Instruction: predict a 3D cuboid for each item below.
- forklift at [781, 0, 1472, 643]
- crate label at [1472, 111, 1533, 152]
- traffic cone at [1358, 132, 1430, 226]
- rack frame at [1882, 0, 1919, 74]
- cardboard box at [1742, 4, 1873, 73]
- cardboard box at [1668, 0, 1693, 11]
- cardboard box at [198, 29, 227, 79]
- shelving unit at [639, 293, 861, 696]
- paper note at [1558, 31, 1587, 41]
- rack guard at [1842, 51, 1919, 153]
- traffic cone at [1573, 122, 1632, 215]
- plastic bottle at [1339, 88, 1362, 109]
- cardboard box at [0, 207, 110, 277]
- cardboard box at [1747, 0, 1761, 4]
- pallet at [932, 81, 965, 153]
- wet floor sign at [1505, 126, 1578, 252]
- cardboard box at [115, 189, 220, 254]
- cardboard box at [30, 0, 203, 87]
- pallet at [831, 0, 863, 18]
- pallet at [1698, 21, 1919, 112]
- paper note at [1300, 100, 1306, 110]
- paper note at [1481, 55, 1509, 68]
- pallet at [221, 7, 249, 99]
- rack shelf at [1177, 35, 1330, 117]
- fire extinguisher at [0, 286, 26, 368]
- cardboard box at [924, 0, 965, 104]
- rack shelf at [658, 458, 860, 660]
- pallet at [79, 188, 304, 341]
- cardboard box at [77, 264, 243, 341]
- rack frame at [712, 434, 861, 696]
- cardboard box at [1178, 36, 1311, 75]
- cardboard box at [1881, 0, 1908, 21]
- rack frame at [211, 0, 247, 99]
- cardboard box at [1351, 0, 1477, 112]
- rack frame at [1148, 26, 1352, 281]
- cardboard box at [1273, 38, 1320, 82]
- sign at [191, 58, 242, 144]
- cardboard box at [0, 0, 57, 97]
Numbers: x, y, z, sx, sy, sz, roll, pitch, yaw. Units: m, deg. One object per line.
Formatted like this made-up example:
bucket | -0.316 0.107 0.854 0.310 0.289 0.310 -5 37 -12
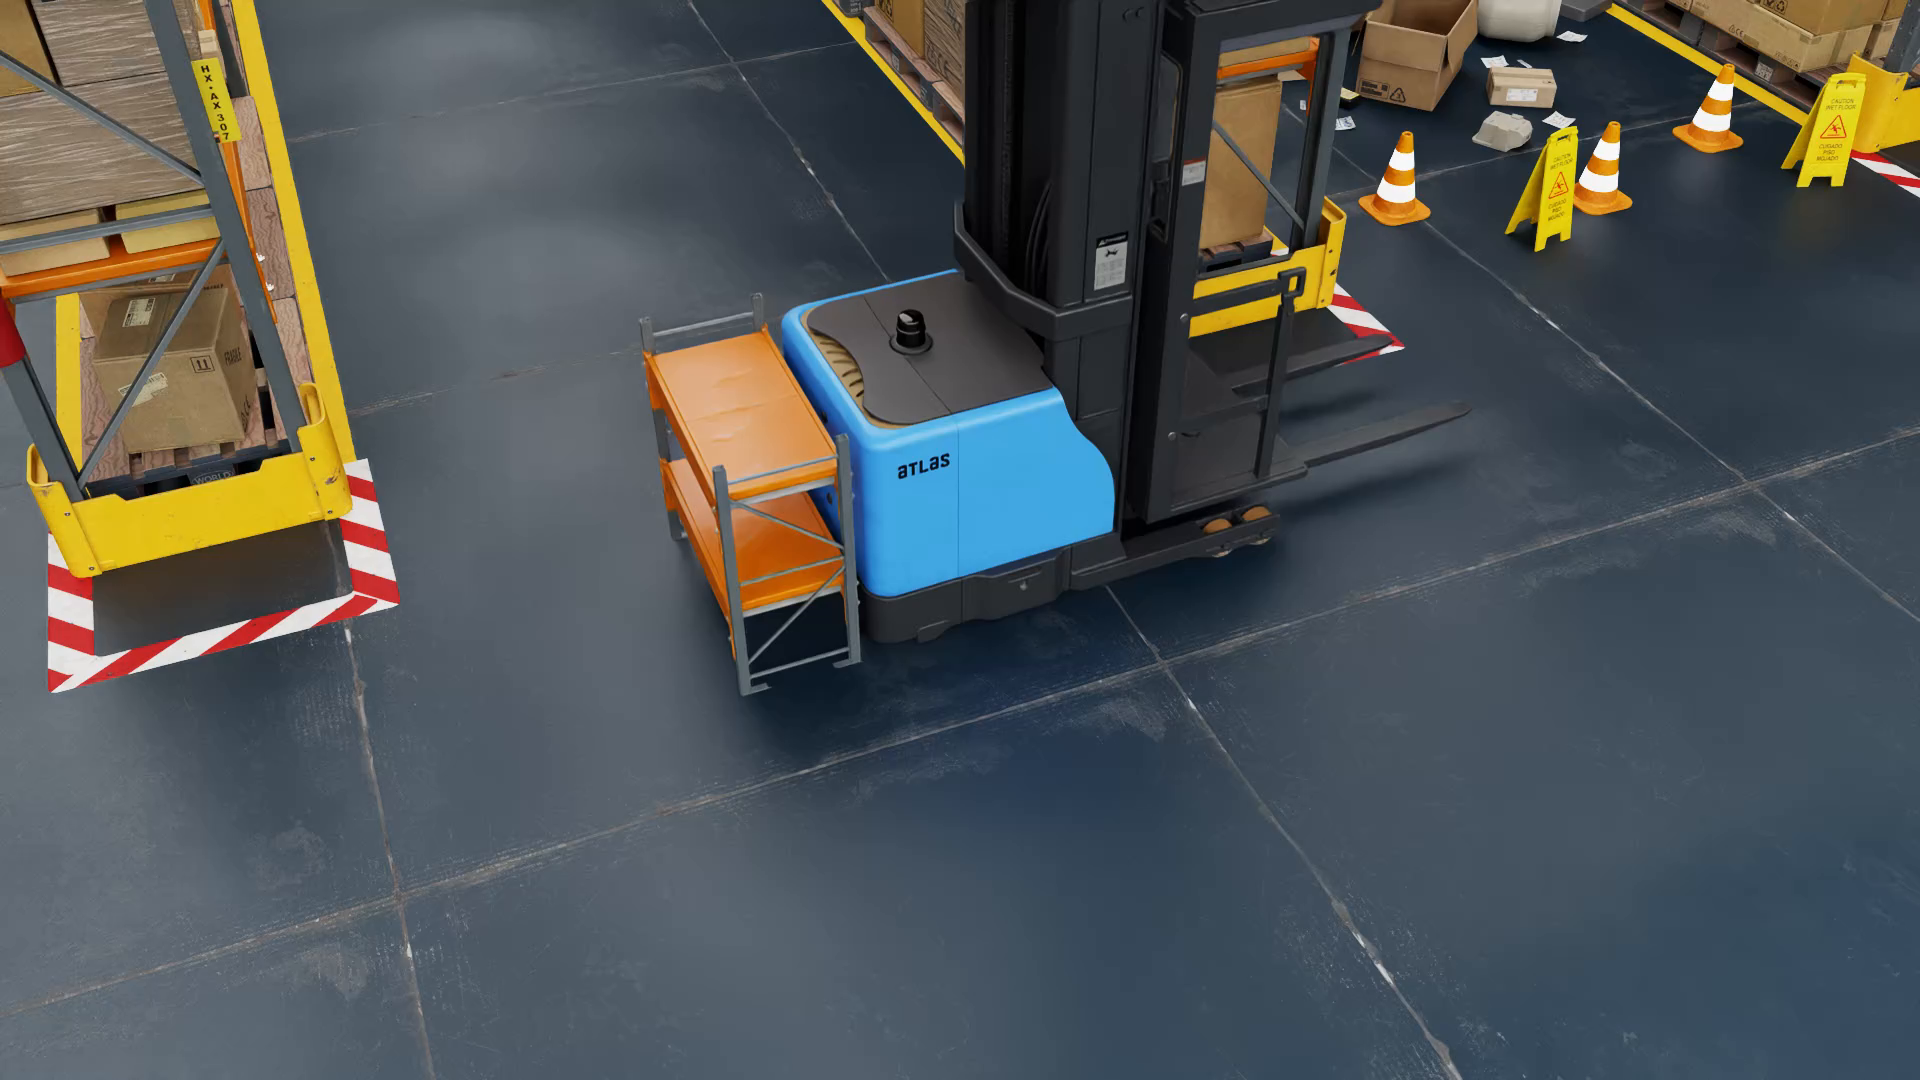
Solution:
forklift | 0.829 -1.336 6.556 3.031 2.935 1.130 -16 43 -18
crate label | 3.279 -2.467 10.014 0.298 0.136 0.250 27 47 27
traffic cone | 2.463 -2.056 9.286 0.336 0.463 0.334 -15 43 -17
rack frame | 5.889 -3.639 9.181 1.000 3.000 0.127 -15 43 -17
cardboard box | 5.322 -3.190 10.446 0.500 0.250 0.500 -15 43 -17
cardboard box | 4.935 -3.804 11.159 0.500 0.250 0.500 -17 43 -18
cardboard box | -3.640 -2.231 7.736 0.380 0.149 0.250 -15 43 -17
shelving unit | -0.830 -0.189 6.607 0.538 1.125 1.048 -15 43 -17
paper note | 4.110 -3.381 11.159 0.142 0.019 0.148 -31 49 -31
rack guard | 5.860 -2.737 10.050 1.175 0.500 0.348 -15 43 -17
traffic cone | 3.637 -2.133 9.375 0.336 0.463 0.334 -15 43 -17
plastic bottle | 2.373 -2.799 10.458 0.133 0.061 0.283 -31 49 -31
cardboard box | -3.567 -1.192 6.528 0.380 0.149 0.250 -15 43 -17
cardboard box | 5.139 -3.771 10.547 0.500 0.500 0.500 -14 43 -15
pallet | 0.513 -2.482 9.974 1.003 0.211 1.213 -15 43 -17
wet floor sign | 3.195 -1.927 8.996 0.267 0.644 0.232 -23 46 -24
cardboard box | -3.156 -1.303 6.657 0.380 0.149 0.250 -15 43 -17
cardboard box | -3.225 -2.096 6.315 0.500 0.500 0.500 -15 43 -17
pallet | -0.541 -4.142 11.904 1.003 0.211 1.213 -15 43 -17
pallet | 5.582 -3.126 10.723 1.003 0.211 1.213 -15 43 -17
paper note | 2.147 -2.723 10.409 0.032 0.001 0.123 5 41 6
paper note | 3.502 -3.131 10.876 0.148 0.019 0.142 -2 41 -2
pallet | -5.097 -2.988 10.563 1.003 0.211 1.213 -15 43 -17
rack shelf | 0.589 -3.275 9.310 1.077 0.370 4.000 -15 43 -17
fire extinguisher | -3.649 -0.954 6.118 0.296 0.674 0.183 -15 43 -17
cardboard box | 0.348 -3.168 9.941 0.875 0.875 0.875 -15 43 -17
rack shelf | -0.830 -0.004 6.767 0.538 0.278 1.000 -15 43 -17
pallet | -4.037 -1.387 8.701 1.003 0.211 1.213 -15 43 -17
cardboard box | -3.751 -1.110 7.836 0.500 0.500 0.500 -5 41 -6
rack frame | -0.633 0.117 6.252 0.500 1.125 0.032 -15 43 -17
cardboard box | 1.171 -2.612 7.872 0.875 0.550 0.550 -15 43 -17
cardboard box | 5.826 -3.609 10.358 0.500 0.500 0.500 -16 43 -18
rack frame | -4.797 -3.576 9.108 1.000 3.000 0.127 -15 43 -17
cardboard box | 2.878 -3.119 10.491 0.637 0.503 0.797 19 44 20
rack frame | 1.354 -2.343 7.675 1.000 3.000 0.127 -15 43 -17
cardboard box | 2.183 -3.140 10.698 0.396 0.266 0.258 -8 41 -9
sign | -2.766 -1.631 6.182 0.100 0.325 0.005 -15 43 -17
cardboard box | -3.706 -1.966 6.164 0.500 0.500 0.500 -15 43 -17
